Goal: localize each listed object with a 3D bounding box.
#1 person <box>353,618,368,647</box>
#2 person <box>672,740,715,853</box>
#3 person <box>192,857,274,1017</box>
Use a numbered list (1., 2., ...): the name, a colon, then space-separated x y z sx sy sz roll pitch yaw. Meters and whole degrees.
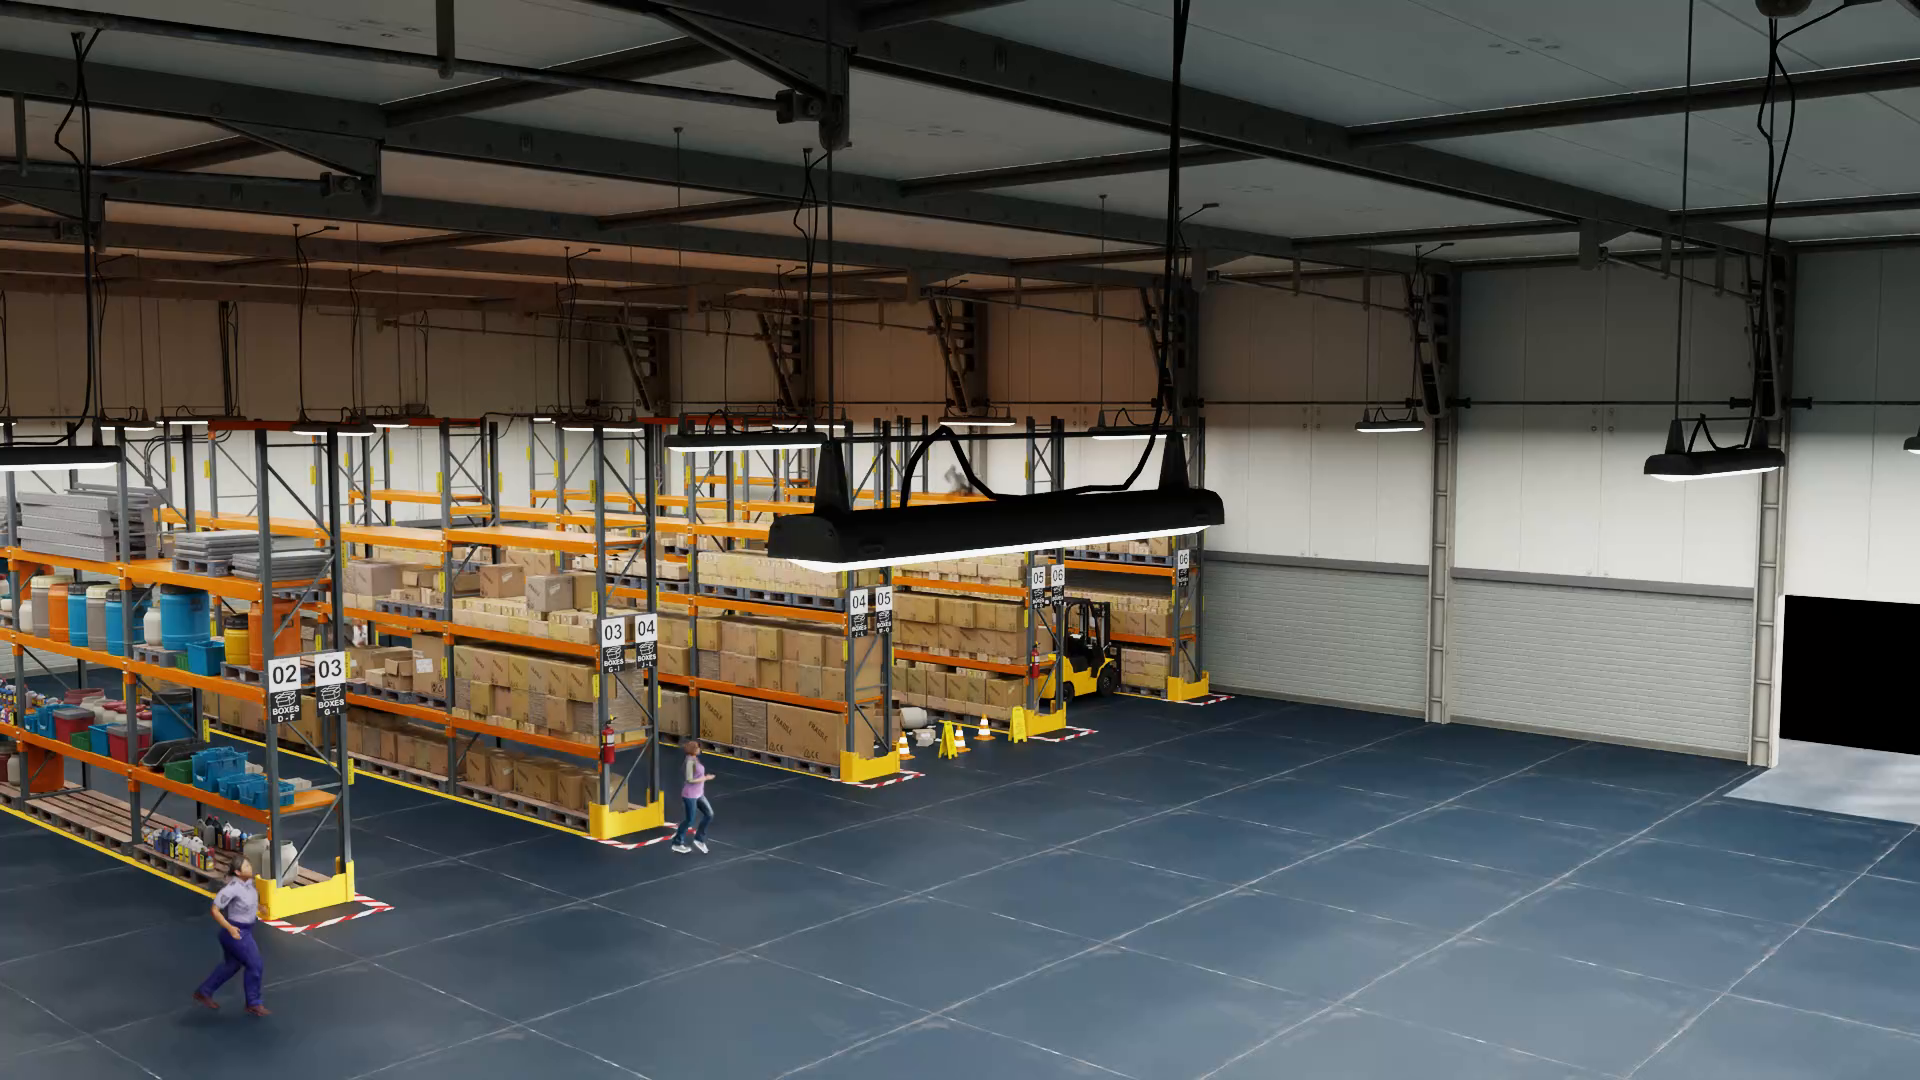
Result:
1. person: -12.809 2.502 35.525 0.729 1.825 0.977 -4 6 -40
2. person: -3.718 3.608 23.236 0.628 1.636 0.536 0 5 5
3. person: -7.513 4.101 17.139 0.796 1.682 0.598 -1 5 -14
